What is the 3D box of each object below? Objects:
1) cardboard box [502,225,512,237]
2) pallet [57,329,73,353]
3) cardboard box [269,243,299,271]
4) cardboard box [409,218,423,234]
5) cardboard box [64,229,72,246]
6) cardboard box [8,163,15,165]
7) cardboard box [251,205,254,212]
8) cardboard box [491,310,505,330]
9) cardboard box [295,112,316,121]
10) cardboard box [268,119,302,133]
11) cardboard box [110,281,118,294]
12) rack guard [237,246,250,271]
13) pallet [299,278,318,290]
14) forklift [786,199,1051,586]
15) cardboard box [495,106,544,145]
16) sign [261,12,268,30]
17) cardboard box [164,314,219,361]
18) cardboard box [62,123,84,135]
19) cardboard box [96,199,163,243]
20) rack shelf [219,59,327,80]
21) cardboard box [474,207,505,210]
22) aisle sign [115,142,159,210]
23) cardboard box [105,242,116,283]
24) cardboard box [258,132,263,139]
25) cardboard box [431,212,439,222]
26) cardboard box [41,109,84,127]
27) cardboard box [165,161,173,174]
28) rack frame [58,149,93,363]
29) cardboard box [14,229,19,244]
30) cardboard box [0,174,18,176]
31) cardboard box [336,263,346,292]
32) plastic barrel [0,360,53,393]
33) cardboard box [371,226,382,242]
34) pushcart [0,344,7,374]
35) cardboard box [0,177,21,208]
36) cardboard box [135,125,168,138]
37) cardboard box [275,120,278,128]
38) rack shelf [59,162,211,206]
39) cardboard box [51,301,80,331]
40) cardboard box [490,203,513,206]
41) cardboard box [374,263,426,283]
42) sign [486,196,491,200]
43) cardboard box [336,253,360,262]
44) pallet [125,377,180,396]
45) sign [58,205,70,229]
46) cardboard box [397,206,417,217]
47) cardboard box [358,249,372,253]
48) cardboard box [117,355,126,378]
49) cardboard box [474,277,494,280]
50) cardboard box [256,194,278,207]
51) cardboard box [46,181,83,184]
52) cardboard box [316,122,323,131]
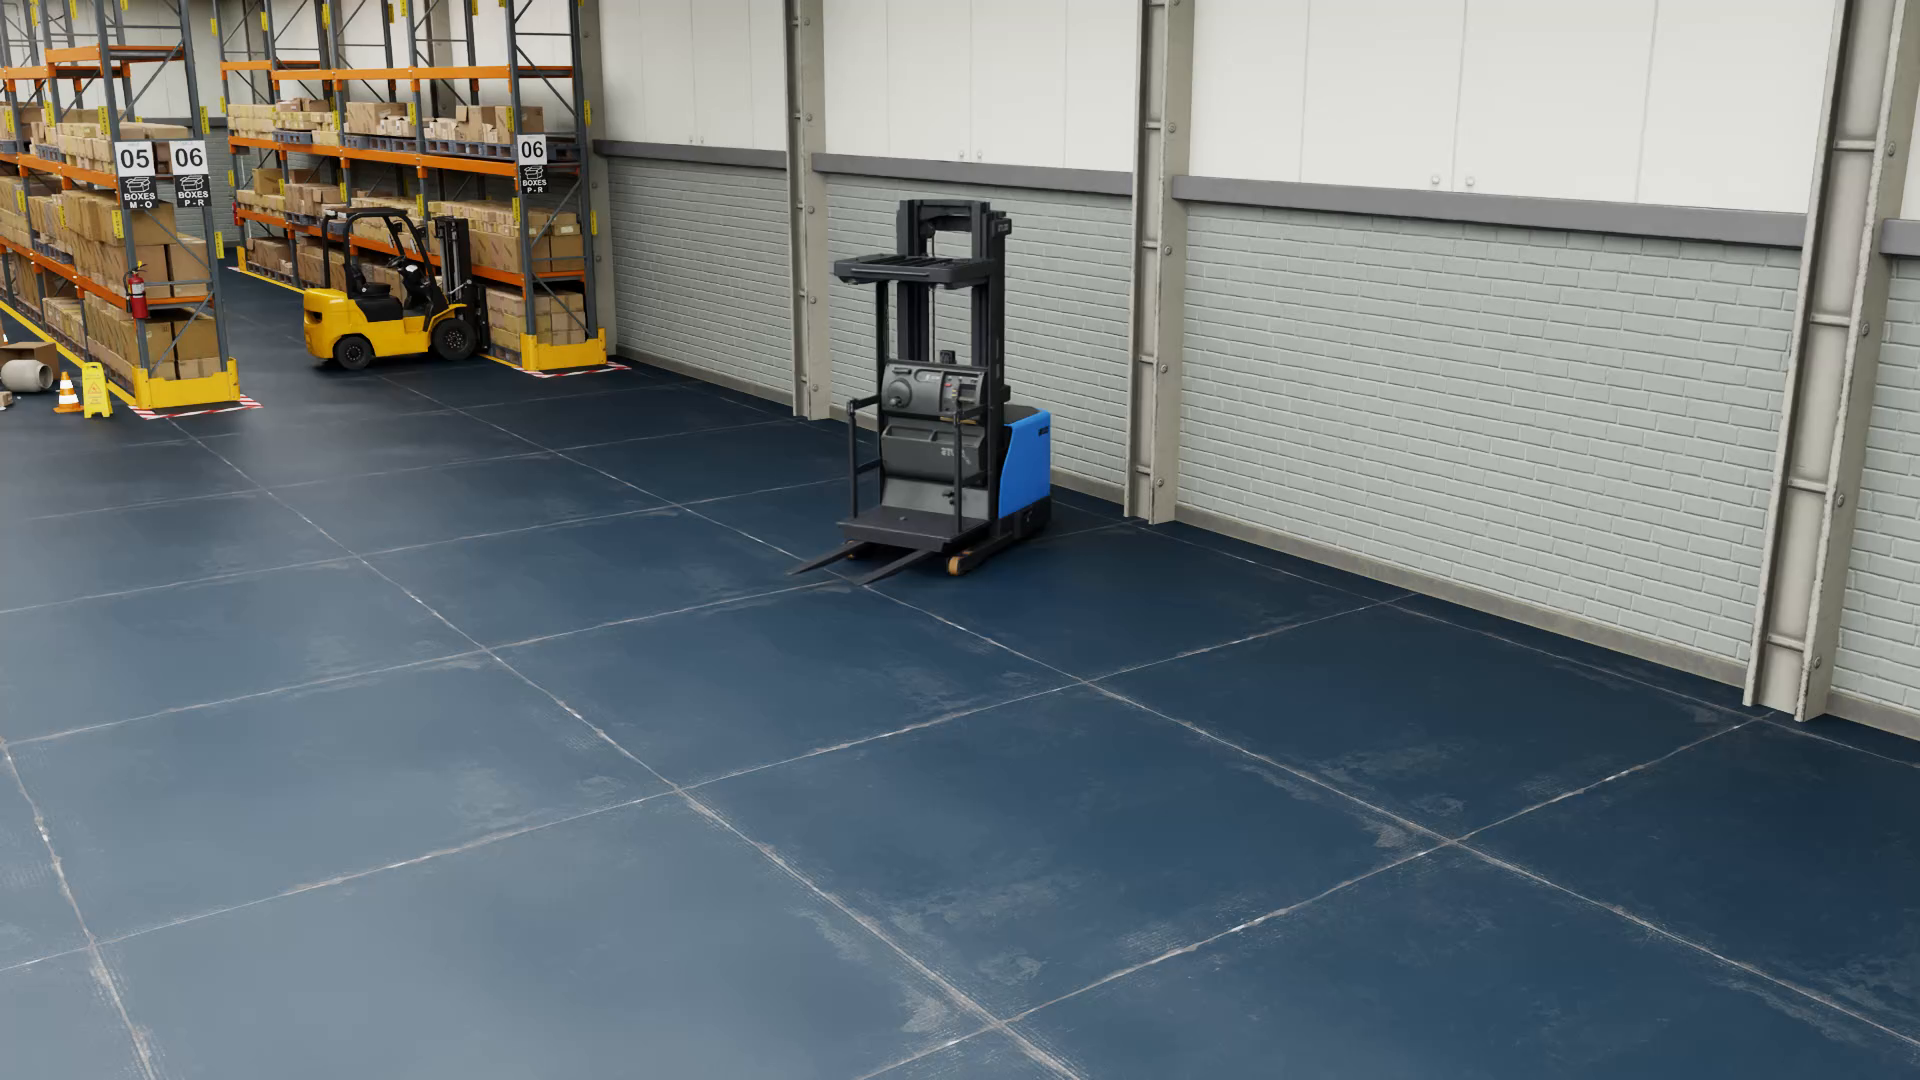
[{"bbox_3d":[-6.227,-4.369,23.438,0.380,0.149,0.250,-11,18,-34],"label":"cardboard box"},{"bbox_3d":[-13.167,-3.092,25.473,1.003,0.211,1.213,-11,19,-35],"label":"pallet"},{"bbox_3d":[-13.665,-5.785,33.971,0.700,0.500,0.500,-12,19,-37],"label":"cardboard box"},{"bbox_3d":[-8.470,-5.015,26.556,0.500,0.250,0.500,-11,19,-36],"label":"cardboard box"},{"bbox_3d":[-12.444,-4.467,23.668,0.500,0.500,0.500,-11,19,-36],"label":"cardboard box"},{"bbox_3d":[-17.458,-6.934,30.918,0.380,0.149,0.250,-11,19,-35],"label":"cardboard box"},{"bbox_3d":[-14.590,-6.949,34.757,0.380,0.149,0.250,-10,18,-33],"label":"cardboard box"},{"bbox_3d":[-6.447,-3.209,24.084,0.500,0.250,0.500,-11,19,-35],"label":"cardboard box"},{"bbox_3d":[-12.044,-7.813,30.686,0.380,0.149,0.250,-11,19,-34],"label":"cardboard box"},{"bbox_3d":[-13.164,-8.072,32.424,0.500,0.250,0.500,-11,19,-34],"label":"cardboard box"},{"bbox_3d":[-10.576,-3.227,21.159,0.380,0.149,0.250,-10,18,-34],"label":"cardboard box"},{"bbox_3d":[-14.985,-6.122,35.997,1.175,0.500,0.348,-11,19,-35],"label":"rack guard"},{"bbox_3d":[-12.169,-4.977,32.360,1.003,0.211,1.213,-11,19,-35],"label":"pallet"},{"bbox_3d":[-0.325,-1.253,13.603,1.130,2.935,3.031,8,17,27],"label":"forklift"},{"bbox_3d":[-6.080,-5.730,22.972,0.500,0.500,0.500,-10,18,-33],"label":"cardboard box"},{"bbox_3d":[-13.128,-9.792,31.386,0.100,0.325,0.005,-11,19,-35],"label":"sign"},{"bbox_3d":[-9.900,-2.614,21.438,0.500,0.500,0.500,-12,19,-36],"label":"cardboard box"},{"bbox_3d":[-11.889,-5.551,22.460,0.380,0.149,0.250,-10,18,-33],"label":"cardboard box"},{"bbox_3d":[-10.404,-4.014,20.914,0.700,0.500,0.500,-11,19,-34],"label":"cardboard box"},{"bbox_3d":[-13.854,-9.462,33.469,1.077,0.370,4.000,-11,19,-35],"label":"rack shelf"},{"bbox_3d":[-6.910,-4.802,24.458,0.380,0.149,0.250,-11,19,-34],"label":"cardboard box"},{"bbox_3d":[-9.833,-4.352,19.869,0.394,0.787,0.004,-11,19,-35],"label":"aisle sign"},{"bbox_3d":[-10.468,-3.528,21.033,0.500,0.500,0.500,-11,19,-34],"label":"cardboard box"},{"bbox_3d":[-13.848,-8.125,33.375,0.380,0.149,0.250,-11,19,-34],"label":"cardboard box"},{"bbox_3d":[-7.999,-5.034,25.867,0.380,0.149,0.250,-11,19,-35],"label":"cardboard box"},{"bbox_3d":[-13.049,-6.147,24.212,0.500,0.250,0.500,-10,18,-34],"label":"cardboard box"},{"bbox_3d":[-9.567,-4.603,20.505,0.380,0.149,0.250,-11,19,-34],"label":"cardboard box"},{"bbox_3d":[-11.987,-4.010,23.546,1.000,3.000,0.127,-11,19,-35],"label":"rack frame"},{"bbox_3d":[-15.442,-5.076,27.725,0.500,0.250,0.500,-11,19,-35],"label":"cardboard box"},{"bbox_3d":[-17.192,-6.307,29.854,0.500,0.500,0.500,-11,19,-35],"label":"cardboard box"},{"bbox_3d":[-11.034,-4.798,30.363,0.500,0.500,0.500,-11,19,-35],"label":"cardboard box"},{"bbox_3d":[-12.074,-2.119,21.518,0.512,0.421,0.421,1,15,4],"label":"plastic barrel"},{"bbox_3d":[-9.663,-5.213,28.226,0.500,0.250,0.500,-12,19,-36],"label":"cardboard box"},{"bbox_3d":[-13.802,-2.381,22.560,0.936,0.377,1.648,10,18,33],"label":"pushcart"},{"bbox_3d":[-16.343,-6.006,28.754,0.500,0.500,0.500,-11,19,-35],"label":"cardboard box"},{"bbox_3d":[-10.248,-5.191,21.144,0.380,0.149,0.250,-11,19,-35],"label":"cardboard box"},{"bbox_3d":[-12.824,-7.941,31.715,0.380,0.149,0.250,-11,19,-34],"label":"cardboard box"},{"bbox_3d":[-10.811,-4.683,21.684,1.077,0.370,4.000,-11,19,-35],"label":"rack shelf"},{"bbox_3d":[-13.574,-3.521,25.940,0.950,0.372,0.625,-11,19,-36],"label":"cardboard box"},{"bbox_3d":[-6.927,-5.048,25.356,0.380,0.149,0.250,-11,19,-35],"label":"cardboard box"},{"bbox_3d":[-9.580,-4.419,28.743,0.875,0.625,0.625,-10,18,-33],"label":"cardboard box"},{"bbox_3d":[-7.526,-5.324,26.555,0.100,0.325,0.005,-11,19,-35],"label":"sign"},{"bbox_3d":[-11.244,-5.191,30.573,0.380,0.149,0.250,-10,18,-33],"label":"cardboard box"},{"bbox_3d":[-10.129,-2.006,21.506,1.003,0.211,1.213,-11,19,-35],"label":"pallet"},{"bbox_3d":[-12.434,-4.482,23.075,0.100,0.325,0.005,-11,19,-35],"label":"sign"},{"bbox_3d":[-8.884,-5.329,26.947,0.380,0.149,0.250,-12,19,-36],"label":"cardboard box"},{"bbox_3d":[-11.184,-5.373,31.235,0.380,0.149,0.250,-11,19,-34],"label":"cardboard box"},{"bbox_3d":[-10.626,-2.275,21.619,0.500,0.250,0.500,-11,19,-34],"label":"cardboard box"},{"bbox_3d":[-7.218,-3.959,25.878,0.500,0.250,0.500,-11,19,-35],"label":"cardboard box"},{"bbox_3d":[-14.066,-6.955,34.026,0.500,0.250,0.500,-11,19,-36],"label":"cardboard box"},{"bbox_3d":[-14.731,-5.642,27.426,0.500,0.500,0.500,-11,19,-34],"label":"cardboard box"},{"bbox_3d":[-11.465,-7.519,30.214,0.380,0.149,0.250,-10,18,-33],"label":"cardboard box"}]
